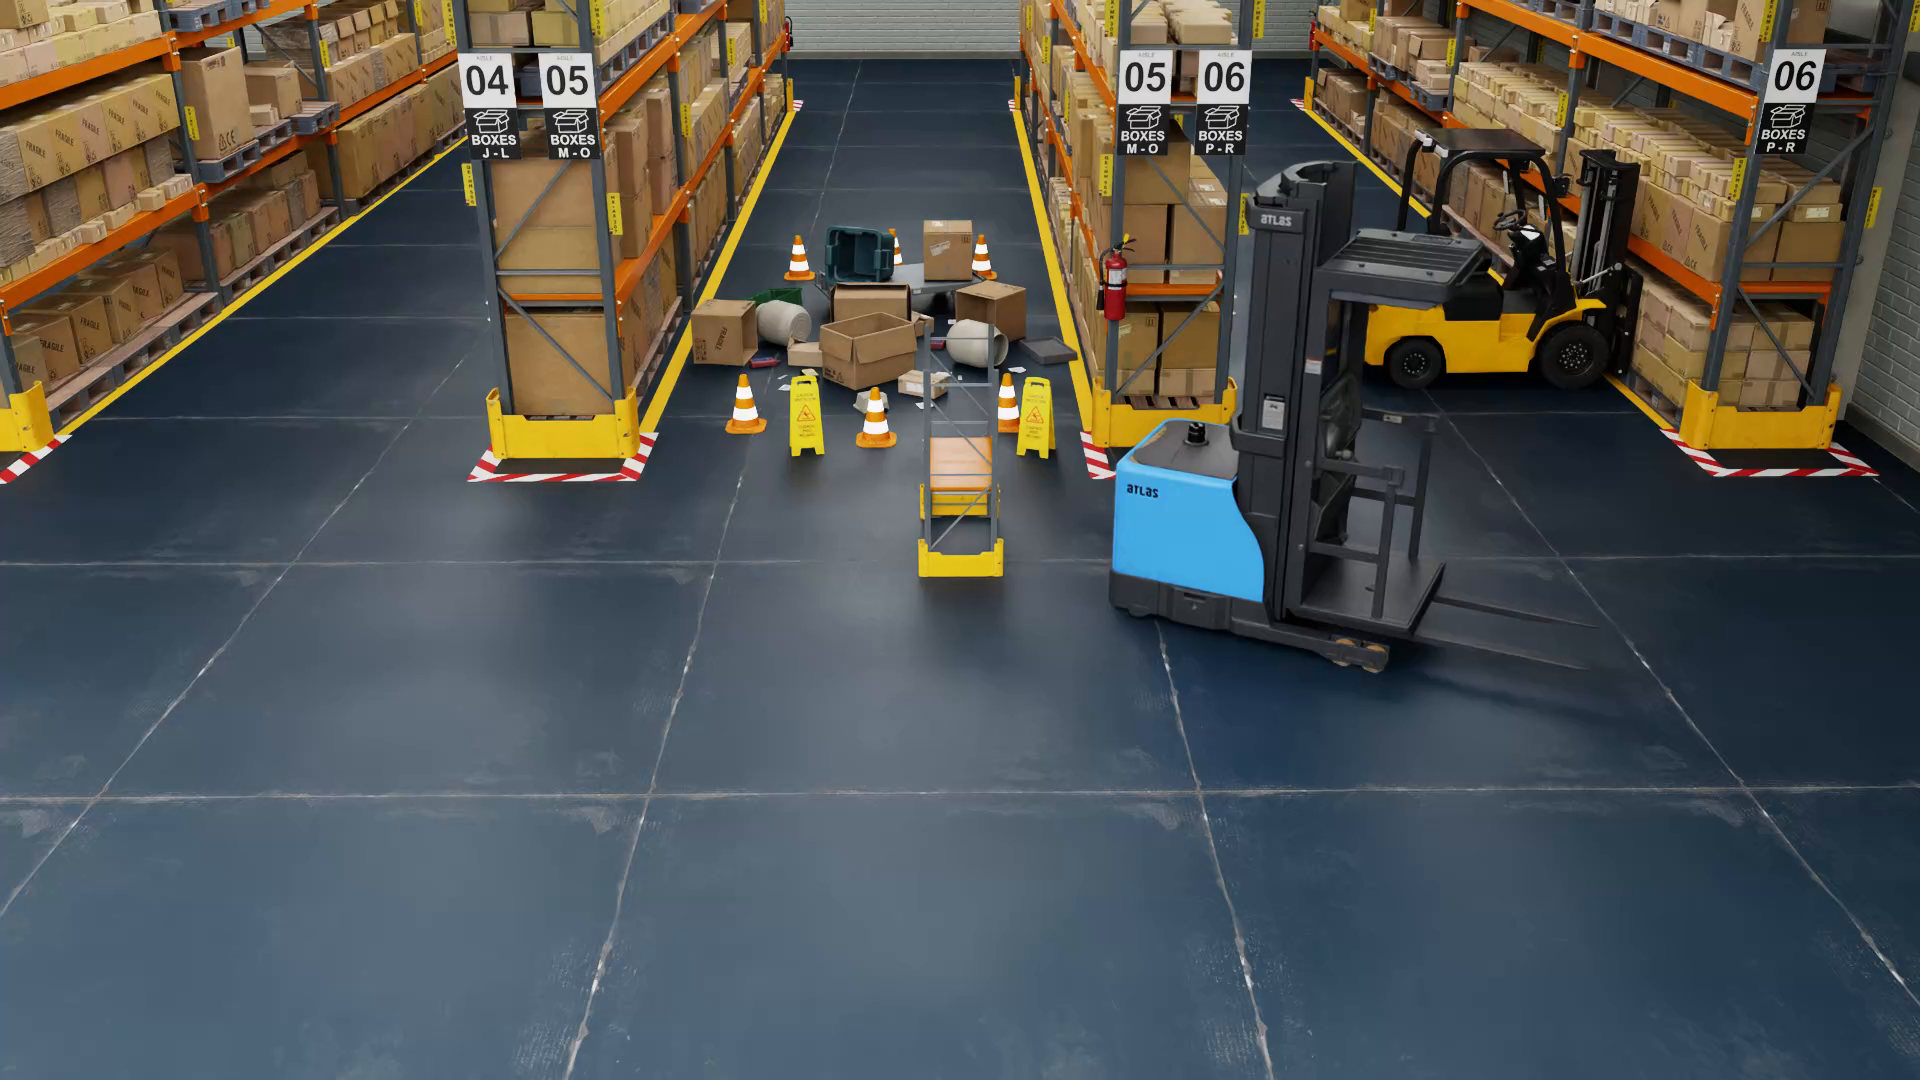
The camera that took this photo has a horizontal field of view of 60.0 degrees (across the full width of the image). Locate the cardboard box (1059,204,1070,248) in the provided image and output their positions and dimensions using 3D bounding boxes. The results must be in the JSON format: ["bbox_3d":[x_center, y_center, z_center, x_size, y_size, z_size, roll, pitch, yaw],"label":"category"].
[{"bbox_3d":[1.626,-3.619,19.175,0.950,0.372,0.625,1,24,1],"label":"cardboard box"}]

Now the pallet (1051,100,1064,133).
[{"bbox_3d":[1.726,-5.094,19.990,1.213,0.211,1.003,0,24,-1],"label":"pallet"}]

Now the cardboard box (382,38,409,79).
[{"bbox_3d":[-8.065,-6.729,23.249,0.500,0.500,0.500,0,24,1],"label":"cardboard box"}]

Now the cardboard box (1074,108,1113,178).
[{"bbox_3d":[1.368,-3.443,14.410,0.700,0.500,0.500,-1,24,-1],"label":"cardboard box"}]

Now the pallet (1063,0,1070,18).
[{"bbox_3d":[1.740,-5.790,17.883,1.213,0.211,1.003,0,24,-1],"label":"pallet"}]

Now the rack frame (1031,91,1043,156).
[{"bbox_3d":[1.568,-7.123,24.243,1.000,3.000,0.127,0,24,-1],"label":"rack frame"}]

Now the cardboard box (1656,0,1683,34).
[{"bbox_3d":[6.534,-4.698,14.484,0.797,0.503,0.637,1,24,1],"label":"cardboard box"}]

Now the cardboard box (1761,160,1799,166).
[{"bbox_3d":[6.898,-3.137,14.160,0.380,0.149,0.250,0,24,0],"label":"cardboard box"}]

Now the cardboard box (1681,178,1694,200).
[{"bbox_3d":[6.412,-2.999,14.217,0.380,0.149,0.250,0,24,-1],"label":"cardboard box"}]

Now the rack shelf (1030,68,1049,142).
[{"bbox_3d":[1.589,-5.971,22.569,1.077,0.370,4.000,0,24,-1],"label":"rack shelf"}]

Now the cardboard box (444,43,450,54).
[{"bbox_3d":[-8.026,-7.518,25.421,0.380,0.149,0.250,-1,24,-1],"label":"cardboard box"}]

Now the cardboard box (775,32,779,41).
[{"bbox_3d":[-3.129,-8.149,26.816,0.380,0.149,0.250,0,24,1],"label":"cardboard box"}]

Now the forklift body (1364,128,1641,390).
[{"bbox_3d":[4.817,-2.589,15.247,2.313,2.155,1.214,0,24,-1],"label":"forklift body"}]

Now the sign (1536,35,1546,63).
[{"bbox_3d":[7.130,-6.030,20.421,0.100,0.325,0.005,0,24,-1],"label":"sign"}]

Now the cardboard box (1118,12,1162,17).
[{"bbox_3d":[1.414,-4.143,13.352,0.380,0.149,0.250,-1,24,-1],"label":"cardboard box"}]

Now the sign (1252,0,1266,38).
[{"bbox_3d":[2.241,-3.946,12.517,0.100,0.325,0.005,0,24,-1],"label":"sign"}]

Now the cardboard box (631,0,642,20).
[{"bbox_3d":[-3.016,-4.609,14.234,0.500,0.250,0.500,0,24,-1],"label":"cardboard box"}]

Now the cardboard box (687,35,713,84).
[{"bbox_3d":[-3.342,-5.727,19.821,0.700,0.500,0.500,0,24,-1],"label":"cardboard box"}]

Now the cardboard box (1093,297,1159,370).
[{"bbox_3d":[1.429,-1.787,14.363,0.500,0.500,0.500,0,24,0],"label":"cardboard box"}]

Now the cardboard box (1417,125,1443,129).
[{"bbox_3d":[6.362,-5.482,22.350,0.380,0.149,0.250,-1,24,-1],"label":"cardboard box"}]

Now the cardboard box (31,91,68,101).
[{"bbox_3d":[-8.492,-3.820,15.244,0.500,0.500,0.500,0,24,-1],"label":"cardboard box"}]

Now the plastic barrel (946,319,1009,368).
[{"bbox_3d":[0.162,-1.849,15.707,0.512,0.421,0.421,19,30,35],"label":"plastic barrel"}]

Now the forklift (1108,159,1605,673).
[{"bbox_3d":[2.541,-0.763,10.264,3.031,2.935,1.130,12,27,24],"label":"forklift"}]

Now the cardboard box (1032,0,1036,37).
[{"bbox_3d":[1.285,-7.442,23.612,0.500,0.500,0.500,0,24,0],"label":"cardboard box"}]

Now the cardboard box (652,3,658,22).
[{"bbox_3d":[-2.960,-4.788,15.113,0.380,0.149,0.250,0,24,0],"label":"cardboard box"}]

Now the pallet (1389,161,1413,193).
[{"bbox_3d":[6.594,-5.037,23.015,1.003,0.211,1.213,0,24,-1],"label":"pallet"}]

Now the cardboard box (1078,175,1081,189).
[{"bbox_3d":[1.410,-3.618,16.011,0.500,0.500,0.500,0,24,-1],"label":"cardboard box"}]

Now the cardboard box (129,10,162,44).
[{"bbox_3d":[-7.989,-4.894,15.856,0.500,0.250,0.500,1,24,1],"label":"cardboard box"}]

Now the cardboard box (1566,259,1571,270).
[{"bbox_3d":[6.322,-2.608,16.481,0.500,0.250,0.500,0,24,-1],"label":"cardboard box"}]

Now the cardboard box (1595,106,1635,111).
[{"bbox_3d":[6.878,-4.448,17.420,0.380,0.149,0.250,-1,24,-2],"label":"cardboard box"}]

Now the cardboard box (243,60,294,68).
[{"bbox_3d":[-8.252,-5.445,19.901,0.500,0.500,0.500,-3,25,-7],"label":"cardboard box"}]

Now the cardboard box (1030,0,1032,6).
[{"bbox_3d":[1.286,-7.817,24.443,0.500,0.500,0.500,0,24,-1],"label":"cardboard box"}]

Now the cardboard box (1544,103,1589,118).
[{"bbox_3d":[6.421,-4.539,17.620,0.380,0.149,0.250,0,24,-1],"label":"cardboard box"}]

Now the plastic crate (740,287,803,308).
[{"bbox_3d":[-1.982,-2.442,17.235,0.450,0.188,0.662,3,22,31],"label":"plastic crate"}]

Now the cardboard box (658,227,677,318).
[{"bbox_3d":[-3.357,-2.726,16.590,0.875,0.875,0.875,0,24,0],"label":"cardboard box"}]

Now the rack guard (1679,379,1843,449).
[{"bbox_3d":[6.662,-1.053,13.856,1.175,0.500,0.348,0,24,-1],"label":"rack guard"}]

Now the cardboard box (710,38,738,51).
[{"bbox_3d":[-3.164,-6.595,22.148,0.380,0.149,0.250,-1,24,-1],"label":"cardboard box"}]

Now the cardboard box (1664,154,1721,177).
[{"bbox_3d":[6.341,-3.244,14.397,0.380,0.149,0.250,0,24,1],"label":"cardboard box"}]

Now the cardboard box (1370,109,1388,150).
[{"bbox_3d":[6.311,-5.999,24.281,0.500,0.500,0.500,1,24,2],"label":"cardboard box"}]

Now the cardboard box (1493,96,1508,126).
[{"bbox_3d":[6.358,-4.842,18.774,0.500,0.250,0.500,0,24,0],"label":"cardboard box"}]

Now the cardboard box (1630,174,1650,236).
[{"bbox_3d":[6.375,-3.081,15.185,0.500,0.500,0.500,0,24,0],"label":"cardboard box"}]

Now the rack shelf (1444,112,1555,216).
[{"bbox_3d":[6.596,-4.347,18.977,1.077,0.370,4.000,0,24,-1],"label":"rack shelf"}]

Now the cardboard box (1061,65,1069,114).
[{"bbox_3d":[1.408,-5.021,18.603,0.500,0.500,0.500,-1,24,-3],"label":"cardboard box"}]

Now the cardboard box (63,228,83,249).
[{"bbox_3d":[-7.996,-2.653,14.664,0.380,0.149,0.250,0,24,-1],"label":"cardboard box"}]

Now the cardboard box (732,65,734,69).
[{"bbox_3d":[-3.158,-6.252,21.751,0.380,0.149,0.250,0,24,0],"label":"cardboard box"}]

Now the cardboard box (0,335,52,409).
[{"bbox_3d":[-8.201,-1.444,14.209,0.500,0.500,0.500,4,25,9],"label":"cardboard box"}]

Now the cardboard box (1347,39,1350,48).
[{"bbox_3d":[6.276,-7.799,26.041,0.380,0.149,0.250,0,24,-1],"label":"cardboard box"}]

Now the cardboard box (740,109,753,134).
[{"bbox_3d":[-3.108,-5.718,22.750,0.500,0.250,0.500,-1,24,-3],"label":"cardboard box"}]

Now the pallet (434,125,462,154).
[{"bbox_3d":[-8.272,-6.122,25.413,1.003,0.211,1.213,0,24,-1],"label":"pallet"}]

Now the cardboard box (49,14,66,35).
[{"bbox_3d":[-8.028,-4.475,14.446,0.380,0.149,0.250,-1,24,-3],"label":"cardboard box"}]

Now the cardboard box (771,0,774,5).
[{"bbox_3d":[-3.142,-8.516,25.626,0.500,0.500,0.500,-1,24,-2],"label":"cardboard box"}]

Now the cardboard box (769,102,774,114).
[{"bbox_3d":[-3.115,-6.771,26.053,0.380,0.149,0.250,0,24,-1],"label":"cardboard box"}]

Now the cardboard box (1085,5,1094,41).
[{"bbox_3d":[1.393,-4.659,14.976,0.500,0.250,0.500,0,24,0],"label":"cardboard box"}]

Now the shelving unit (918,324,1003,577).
[{"bbox_3d":[0.001,-0.652,11.755,0.587,1.500,1.083,0,24,-1],"label":"shelving unit"}]

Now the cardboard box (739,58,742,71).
[{"bbox_3d":[-3.161,-6.436,22.520,0.380,0.149,0.250,1,24,2],"label":"cardboard box"}]
